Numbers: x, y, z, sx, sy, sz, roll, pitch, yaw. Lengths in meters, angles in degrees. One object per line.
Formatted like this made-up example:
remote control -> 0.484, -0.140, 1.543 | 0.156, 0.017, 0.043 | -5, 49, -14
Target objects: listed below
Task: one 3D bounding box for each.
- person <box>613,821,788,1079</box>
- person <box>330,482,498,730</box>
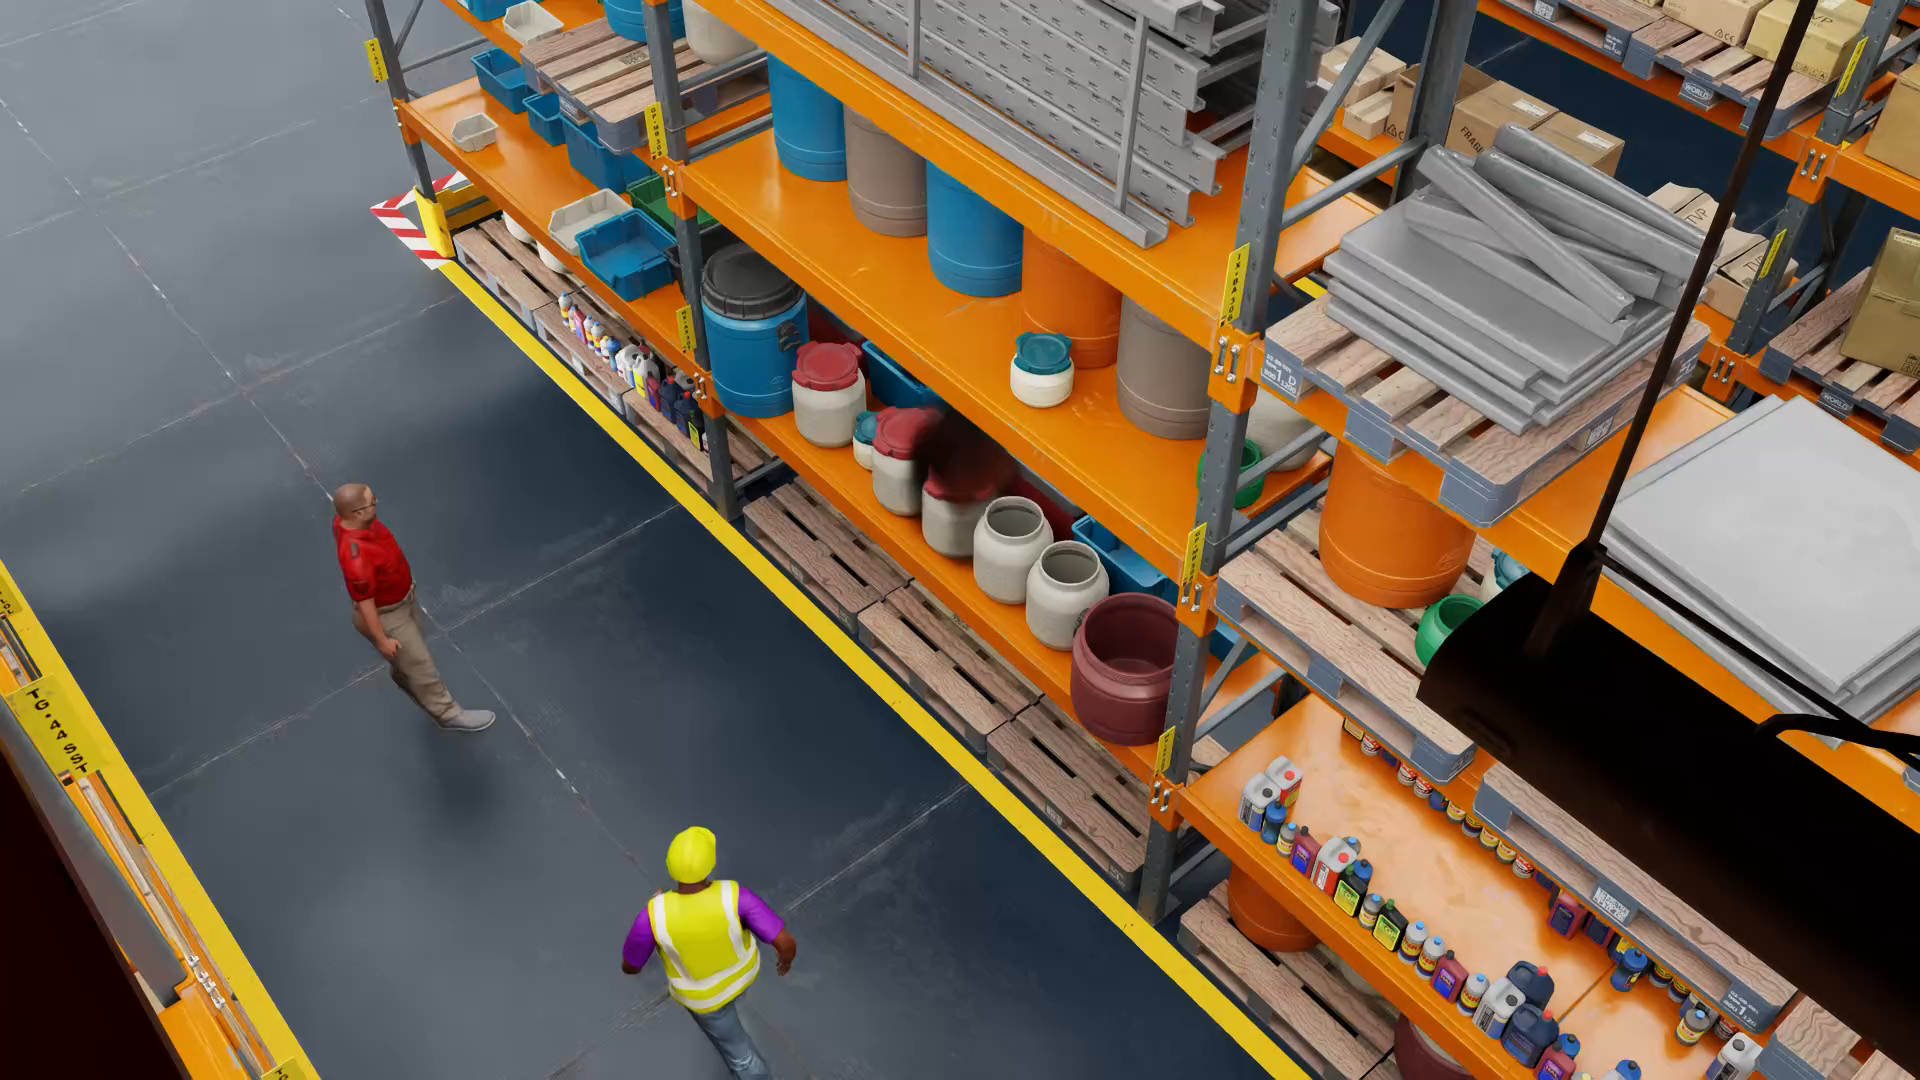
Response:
person -> -1.215, 1.933, 7.537 | 0.640, 1.799, 0.988 | -33, 55, -27
person -> -2.993, 0.368, 9.053 | 0.620, 1.719, 0.583 | -7, 47, -7
